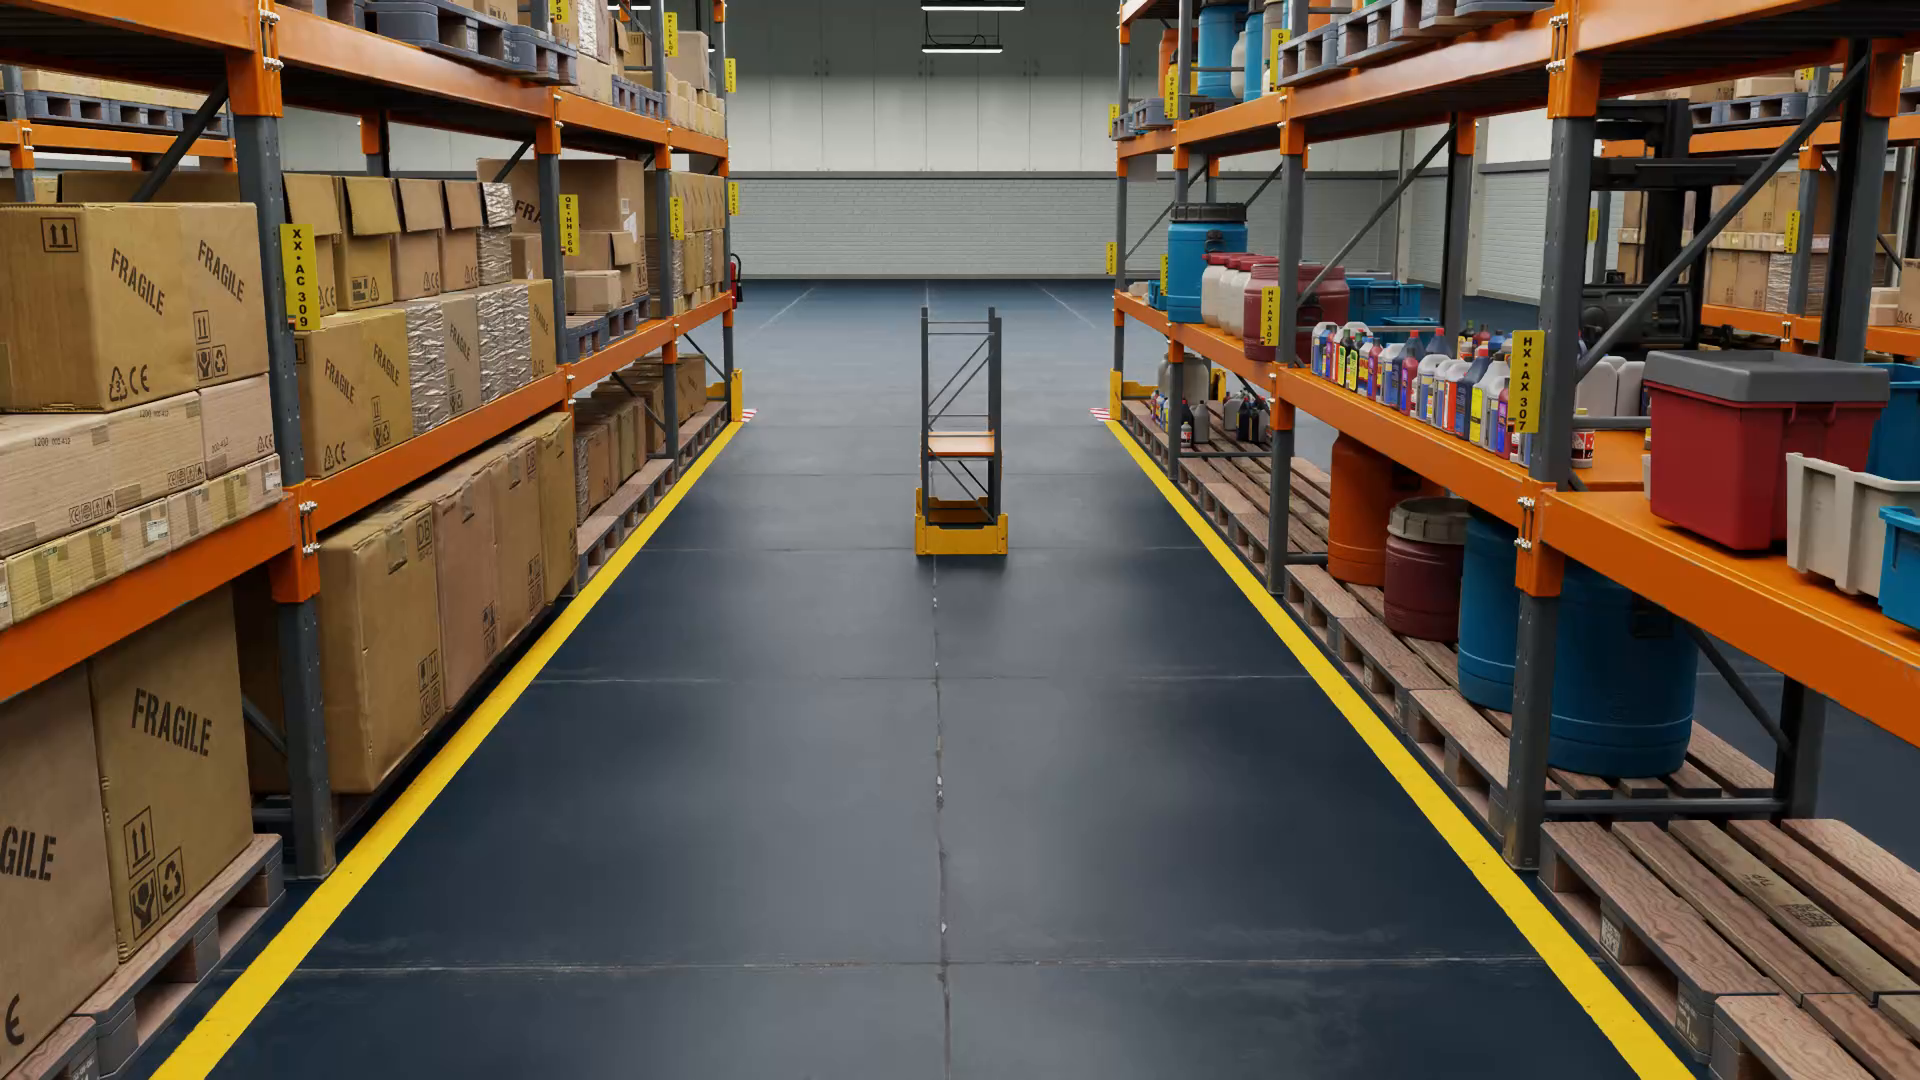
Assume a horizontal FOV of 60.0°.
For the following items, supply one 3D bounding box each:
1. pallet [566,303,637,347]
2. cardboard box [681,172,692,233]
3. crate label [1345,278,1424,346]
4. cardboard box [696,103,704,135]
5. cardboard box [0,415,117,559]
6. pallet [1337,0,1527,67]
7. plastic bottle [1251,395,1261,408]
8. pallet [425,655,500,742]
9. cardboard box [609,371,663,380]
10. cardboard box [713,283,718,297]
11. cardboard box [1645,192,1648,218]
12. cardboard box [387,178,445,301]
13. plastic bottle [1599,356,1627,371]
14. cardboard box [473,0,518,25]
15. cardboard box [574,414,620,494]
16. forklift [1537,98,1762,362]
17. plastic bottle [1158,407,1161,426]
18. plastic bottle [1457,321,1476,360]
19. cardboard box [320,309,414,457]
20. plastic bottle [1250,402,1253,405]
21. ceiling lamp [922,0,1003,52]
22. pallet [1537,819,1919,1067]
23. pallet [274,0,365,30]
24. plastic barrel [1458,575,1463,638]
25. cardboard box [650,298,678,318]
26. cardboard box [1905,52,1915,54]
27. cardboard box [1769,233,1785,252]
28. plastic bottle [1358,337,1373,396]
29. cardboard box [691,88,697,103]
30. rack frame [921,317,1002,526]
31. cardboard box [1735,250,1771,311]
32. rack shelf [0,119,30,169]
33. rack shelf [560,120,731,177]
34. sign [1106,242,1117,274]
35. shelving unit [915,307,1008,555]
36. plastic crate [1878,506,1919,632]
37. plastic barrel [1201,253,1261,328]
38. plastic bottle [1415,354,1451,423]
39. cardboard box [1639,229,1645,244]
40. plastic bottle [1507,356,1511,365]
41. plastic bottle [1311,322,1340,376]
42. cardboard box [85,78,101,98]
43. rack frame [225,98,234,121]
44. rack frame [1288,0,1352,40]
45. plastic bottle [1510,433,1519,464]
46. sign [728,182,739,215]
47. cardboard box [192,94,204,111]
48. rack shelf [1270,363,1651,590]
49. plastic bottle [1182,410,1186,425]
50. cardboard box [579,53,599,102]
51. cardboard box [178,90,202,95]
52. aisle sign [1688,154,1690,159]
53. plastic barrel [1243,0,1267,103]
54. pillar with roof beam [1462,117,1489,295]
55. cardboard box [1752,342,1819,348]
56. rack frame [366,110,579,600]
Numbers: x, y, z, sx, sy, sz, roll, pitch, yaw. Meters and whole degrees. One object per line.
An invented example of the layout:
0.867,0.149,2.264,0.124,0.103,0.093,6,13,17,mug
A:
-2.764,-1.444,11.114,1.003,0.211,1.213,0,11,-1,pallet
-2.532,-2.814,13.873,0.500,0.500,0.500,0,11,-1,cardboard box
2.520,-1.381,10.232,0.502,0.435,0.616,0,11,-1,crate label
-2.552,-3.735,14.760,0.500,0.250,0.500,0,11,-2,cardboard box
-2.304,-0.131,3.788,0.500,0.250,0.500,0,11,0,cardboard box
2.212,-2.128,6.935,1.003,0.211,1.213,0,11,-1,pallet
2.582,-1.077,14.380,0.144,0.351,0.185,-1,11,-4,plastic bottle
-2.719,0.621,7.467,1.003,0.211,1.213,0,11,-1,pallet
-2.844,-1.237,14.843,0.500,0.500,0.500,-1,12,-6,cardboard box
-2.574,-2.457,16.256,0.380,0.149,0.250,0,11,-1,cardboard box
7.071,-3.252,16.028,0.700,0.500,0.500,-1,11,-3,cardboard box
-2.652,-1.277,7.034,0.797,0.503,0.637,0,11,1,cardboard box
2.700,-0.633,6.945,0.152,0.276,0.135,0,11,-1,plastic bottle
-2.597,-2.750,8.210,0.797,0.503,0.637,0,11,2,cardboard box
-2.770,-0.602,11.662,0.700,0.500,0.500,-1,12,-6,cardboard box
4.864,-1.656,11.850,1.130,2.935,3.031,-1,11,-3,forklift
1.842,-1.130,15.016,0.097,0.201,0.097,0,11,0,plastic bottle
2.705,-1.029,8.880,0.061,0.283,0.133,0,11,-1,plastic bottle
-2.370,-0.591,6.175,0.500,0.500,0.500,0,11,-1,cardboard box
2.541,-1.067,14.531,0.097,0.271,0.097,0,11,0,plastic bottle
0.051,-13.606,40.810,2.000,3.185,0.800,0,11,-1,ceiling lamp
2.407,1.143,4.895,1.003,0.211,1.213,0,11,-1,pallet
-2.667,-1.908,5.855,0.805,0.209,1.217,-1,11,-3,pallet
2.422,0.282,7.325,0.421,0.512,0.421,0,11,0,plastic barrel
-2.468,-1.860,13.317,0.380,0.149,0.250,0,11,-1,cardboard box
7.113,-3.827,12.268,0.500,0.500,0.500,0,11,0,cardboard box
6.917,-2.449,13.702,0.380,0.149,0.250,0,11,-2,cardboard box
1.948,-0.827,7.914,0.097,0.271,0.097,0,11,0,plastic bottle
-2.551,-3.959,14.862,0.380,0.149,0.250,-1,11,-4,cardboard box
0.009,-0.651,10.495,0.500,1.500,0.032,0,11,-1,rack frame
7.107,-2.222,14.214,0.700,0.500,0.500,0,11,-2,cardboard box
-7.684,-2.659,10.888,1.077,0.370,4.000,0,11,-1,rack shelf
-2.806,-3.455,14.808,1.077,0.370,4.000,0,11,-1,rack shelf
1.555,-2.889,17.061,0.100,0.325,0.005,0,11,-1,sign
-0.002,-0.750,10.985,0.587,1.500,1.083,0,11,-1,shelving unit
2.137,0.071,3.436,0.416,0.233,0.300,0,11,-1,plastic crate
1.988,-1.836,12.220,0.433,0.535,0.433,0,11,0,plastic barrel
1.996,-0.632,6.940,0.152,0.276,0.135,0,11,-1,plastic bottle
6.862,-2.961,16.225,0.380,0.149,0.250,0,11,-1,cardboard box
2.704,-0.823,8.072,0.097,0.201,0.097,0,11,0,plastic bottle
1.956,-1.017,8.838,0.152,0.276,0.135,0,11,-1,plastic bottle
-7.409,-3.766,13.856,0.380,0.149,0.250,0,11,-2,cardboard box
-7.808,-5.675,16.397,1.000,3.000,0.127,0,11,-1,rack frame
2.270,-4.105,8.660,1.000,3.000,0.127,0,11,-1,rack frame
1.992,-0.372,5.850,0.097,0.201,0.097,0,11,0,plastic bottle
-2.292,-3.455,16.840,0.100,0.325,0.005,0,11,-1,sign
-7.452,-4.170,15.851,0.380,0.149,0.250,0,11,0,cardboard box
2.311,-0.415,7.368,1.077,0.370,4.000,0,11,-1,rack shelf
1.848,-0.939,13.867,0.061,0.283,0.133,0,11,2,plastic bottle
-2.447,-2.738,9.842,0.500,0.250,0.500,0,11,0,cardboard box
-7.509,-4.336,15.665,0.500,0.250,0.500,0,11,-1,cardboard box
7.349,-4.063,17.004,0.394,0.787,0.004,0,11,-1,aisle sign
2.415,-3.576,12.334,0.600,0.901,0.708,0,11,-1,plastic barrel
8.089,-10.353,39.460,9.100,9.000,0.548,0,11,-1,pillar with roof beam
7.422,-1.498,14.870,0.500,0.500,0.500,0,11,-1,cardboard box
-2.682,-1.145,9.156,1.000,3.000,0.127,0,11,-1,rack frame
